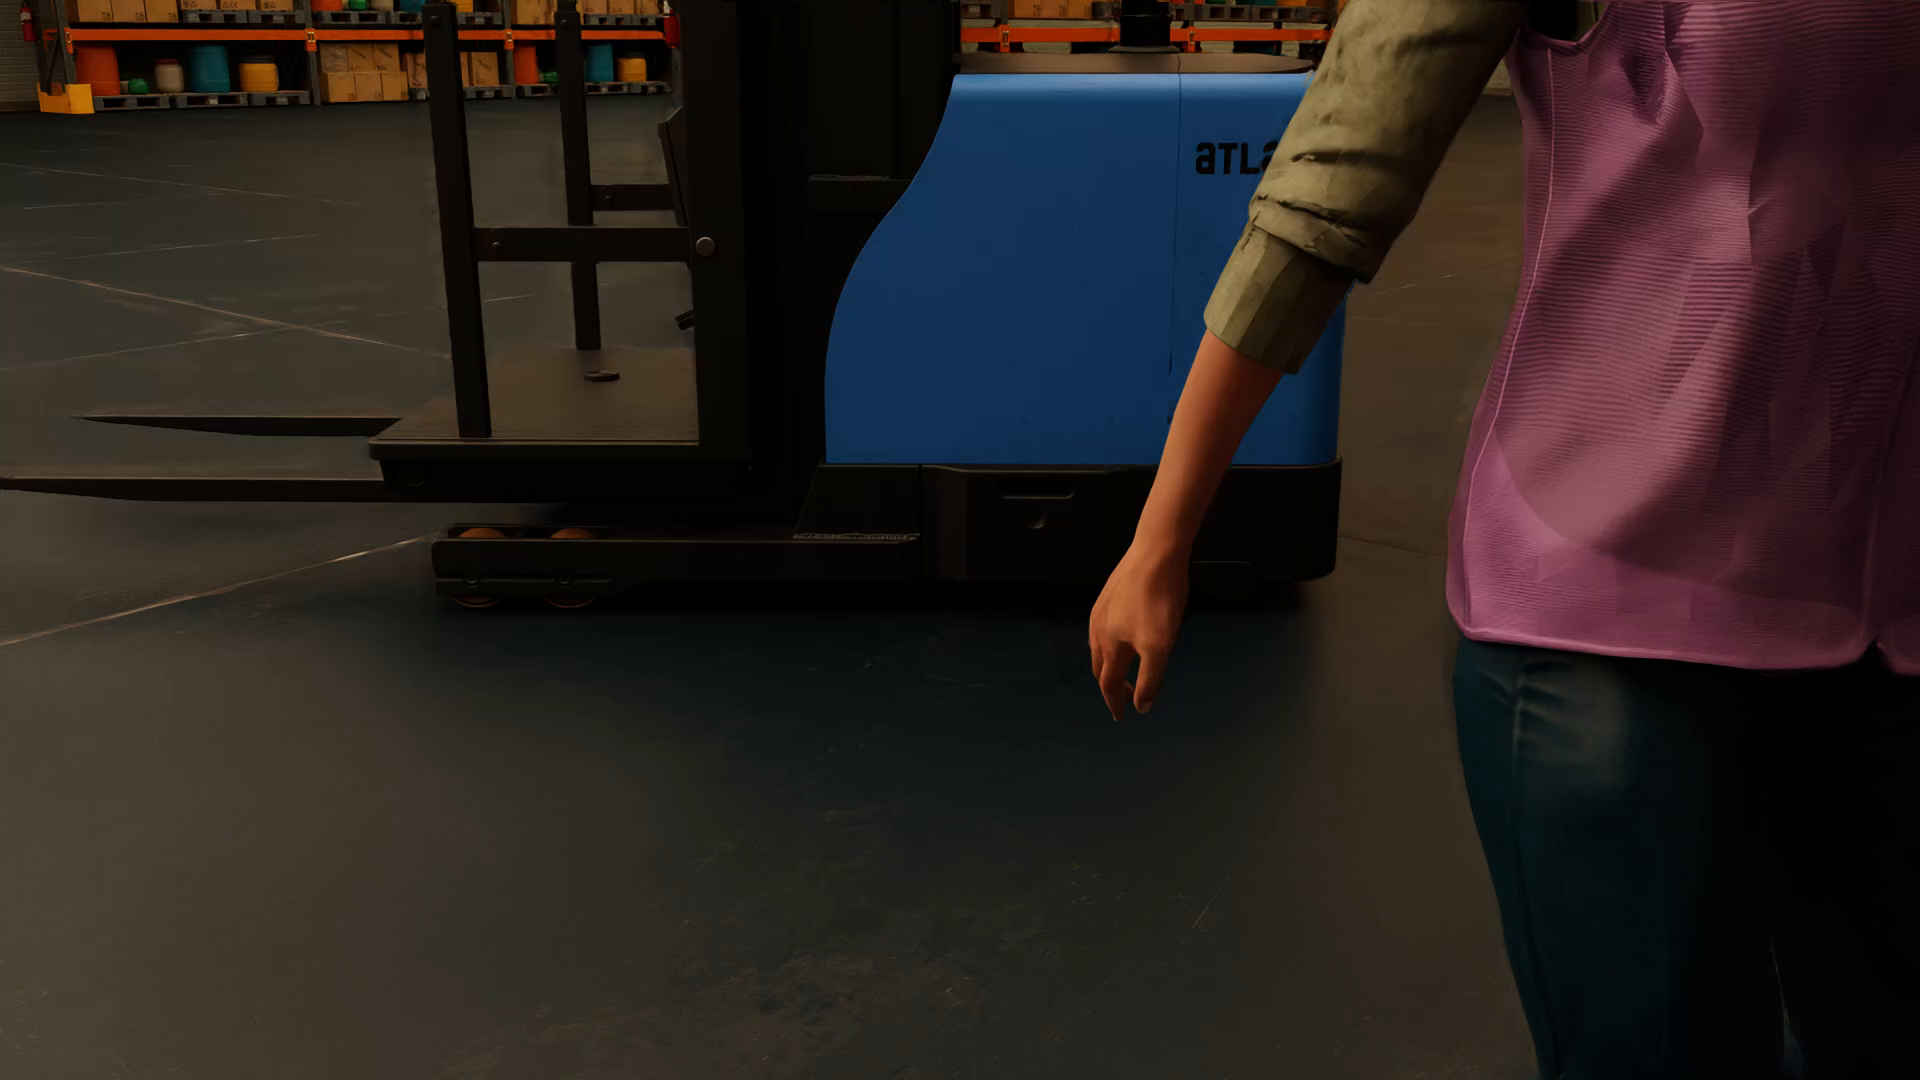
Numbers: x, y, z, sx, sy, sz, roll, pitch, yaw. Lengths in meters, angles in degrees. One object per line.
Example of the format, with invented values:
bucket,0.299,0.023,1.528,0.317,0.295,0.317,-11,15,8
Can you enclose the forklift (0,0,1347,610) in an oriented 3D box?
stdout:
forklift,-0.714,-1.411,3.544,3.031,2.935,1.130,0,17,1
